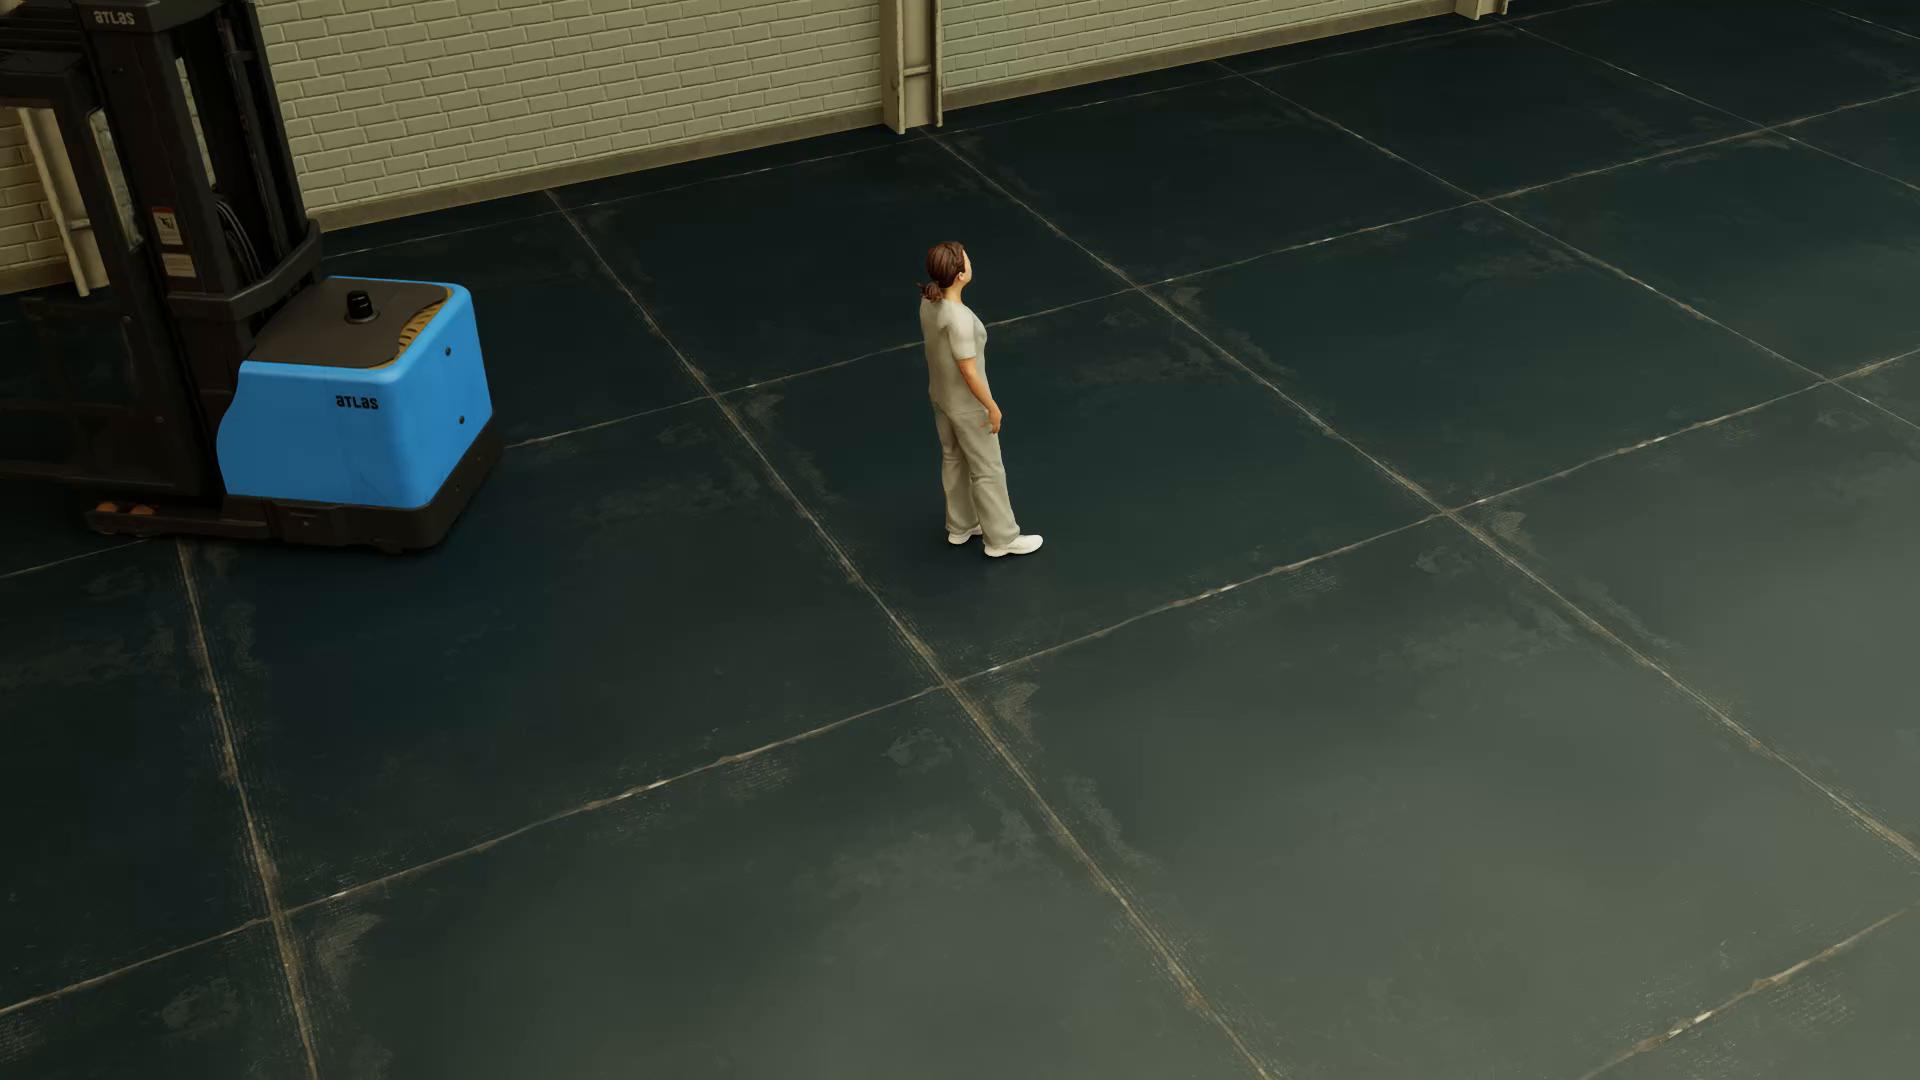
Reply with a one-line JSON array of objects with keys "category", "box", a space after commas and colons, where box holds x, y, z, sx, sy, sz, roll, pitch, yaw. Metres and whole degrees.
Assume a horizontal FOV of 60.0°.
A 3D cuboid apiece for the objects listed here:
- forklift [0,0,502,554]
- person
[{"category": "forklift", "box": [-4.102, -1.505, 8.252, 3.031, 2.935, 1.130, 5, 36, 7]}, {"category": "person", "box": [0.072, -0.704, 8.193, 0.548, 1.673, 0.549, -17, 39, -23]}]
